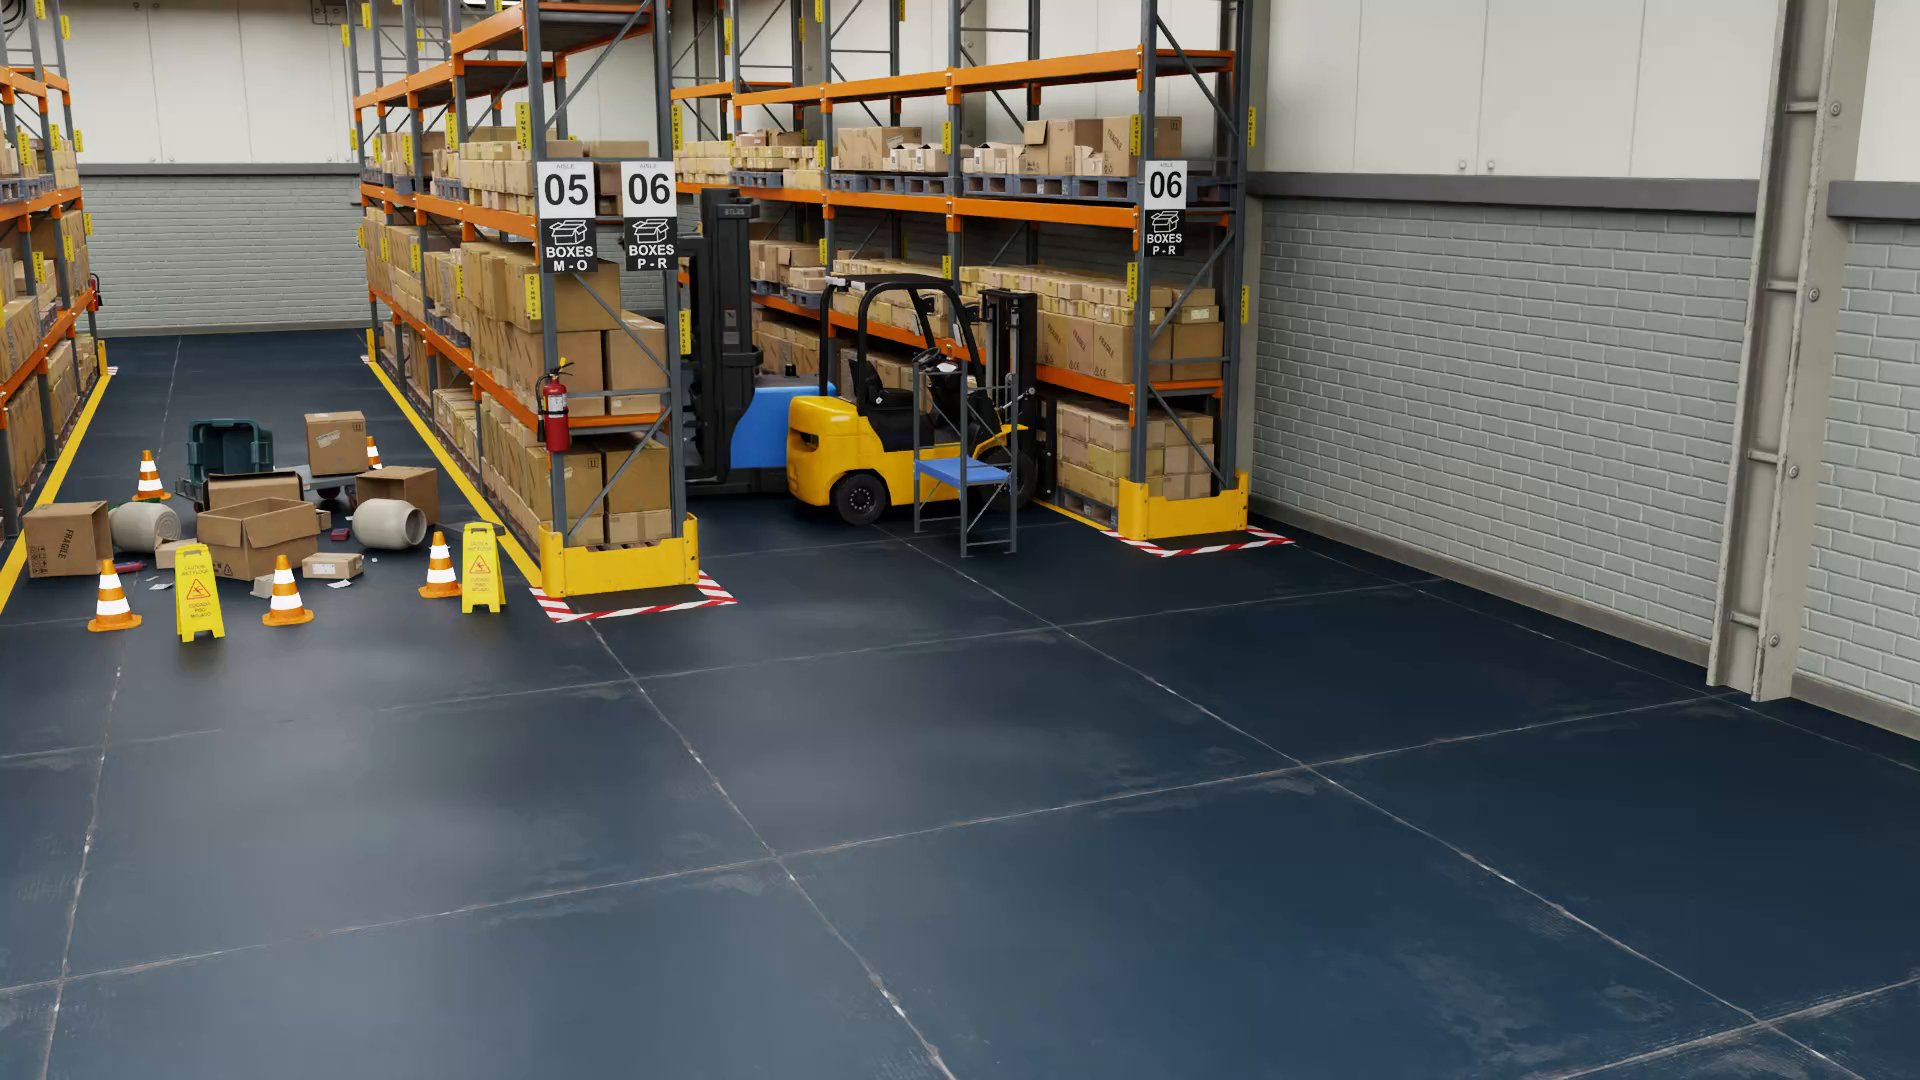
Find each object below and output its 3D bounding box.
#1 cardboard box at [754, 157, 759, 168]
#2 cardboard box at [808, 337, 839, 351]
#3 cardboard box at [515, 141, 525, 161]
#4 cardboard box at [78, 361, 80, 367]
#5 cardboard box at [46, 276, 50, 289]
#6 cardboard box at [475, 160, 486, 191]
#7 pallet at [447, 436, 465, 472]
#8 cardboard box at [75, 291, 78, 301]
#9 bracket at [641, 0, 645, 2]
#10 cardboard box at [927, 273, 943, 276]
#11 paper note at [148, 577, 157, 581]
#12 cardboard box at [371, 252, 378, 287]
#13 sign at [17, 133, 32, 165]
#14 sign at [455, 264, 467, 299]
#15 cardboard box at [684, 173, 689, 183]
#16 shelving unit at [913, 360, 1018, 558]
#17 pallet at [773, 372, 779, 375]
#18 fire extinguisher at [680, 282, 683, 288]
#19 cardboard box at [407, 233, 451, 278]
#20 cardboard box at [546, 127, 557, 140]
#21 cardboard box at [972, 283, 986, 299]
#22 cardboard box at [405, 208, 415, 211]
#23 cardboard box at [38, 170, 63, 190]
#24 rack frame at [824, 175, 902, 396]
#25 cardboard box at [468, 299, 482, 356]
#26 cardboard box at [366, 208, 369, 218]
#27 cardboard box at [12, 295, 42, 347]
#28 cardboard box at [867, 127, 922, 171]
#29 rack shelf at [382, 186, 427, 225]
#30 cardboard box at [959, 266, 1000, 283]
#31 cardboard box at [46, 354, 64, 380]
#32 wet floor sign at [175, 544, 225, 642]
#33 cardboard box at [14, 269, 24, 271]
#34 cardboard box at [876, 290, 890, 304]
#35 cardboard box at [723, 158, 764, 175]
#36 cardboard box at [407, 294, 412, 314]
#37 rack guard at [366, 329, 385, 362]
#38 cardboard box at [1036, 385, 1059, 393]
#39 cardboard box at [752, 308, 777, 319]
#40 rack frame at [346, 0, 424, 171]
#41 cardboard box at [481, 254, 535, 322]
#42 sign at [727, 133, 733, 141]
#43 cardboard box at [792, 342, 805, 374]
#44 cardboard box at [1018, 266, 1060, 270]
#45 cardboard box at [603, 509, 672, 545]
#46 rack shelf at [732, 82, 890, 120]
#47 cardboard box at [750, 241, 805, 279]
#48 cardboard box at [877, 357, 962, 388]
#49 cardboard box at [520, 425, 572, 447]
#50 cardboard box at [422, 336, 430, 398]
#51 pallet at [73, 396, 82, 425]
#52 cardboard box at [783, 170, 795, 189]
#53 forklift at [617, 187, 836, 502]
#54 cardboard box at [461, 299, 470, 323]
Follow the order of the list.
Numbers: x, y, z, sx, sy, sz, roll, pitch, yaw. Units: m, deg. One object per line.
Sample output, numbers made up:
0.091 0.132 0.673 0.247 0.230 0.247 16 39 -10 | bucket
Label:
-2.680 -5.308 23.401 0.380 0.149 0.250 -6 14 -24 | cardboard box
-1.812 -2.633 22.267 0.380 0.149 0.250 -6 15 -26 | cardboard box
-3.179 -2.974 12.703 0.380 0.149 0.250 -6 14 -24 | cardboard box
-12.248 -2.377 22.720 0.380 0.149 0.250 -5 14 -20 | cardboard box
-11.231 -3.107 20.110 0.380 0.149 0.250 -6 14 -25 | cardboard box
-3.859 -3.129 14.258 0.500 0.250 0.500 -5 14 -22 | cardboard box
-4.994 -0.976 18.121 1.003 0.211 1.213 -6 14 -23 | pallet
-12.274 -3.340 22.706 0.380 0.149 0.250 -5 14 -20 | cardboard box
-6.144 -10.708 32.697 0.235 0.232 0.430 -6 14 -23 | bracket
-0.152 -2.893 18.558 0.380 0.149 0.250 -6 14 -23 | cardboard box
-6.334 0.302 13.041 0.032 0.001 0.123 1 13 6 | paper note
-8.651 -4.116 25.279 0.500 0.500 0.500 -6 14 -23 | cardboard box
-9.774 -4.080 17.374 0.100 0.325 0.005 -6 14 -23 | sign
-4.695 -2.435 15.671 0.100 0.325 0.005 -6 14 -23 | sign
-4.312 -5.935 27.266 0.380 0.149 0.250 -5 14 -22 | cardboard box
0.034 -0.713 14.125 0.538 1.500 1.048 -6 14 -23 | shelving unit
-1.993 -2.248 23.615 1.003 0.211 1.213 -6 14 -23 | pallet
-4.931 -4.619 28.675 0.296 0.674 0.183 -6 14 -23 | fire extinguisher
-6.451 -3.472 20.282 0.500 0.500 0.500 -5 14 -22 | cardboard box
-4.264 -4.017 16.715 0.500 0.250 0.500 -6 14 -24 | cardboard box
0.350 -2.593 17.259 0.380 0.149 0.250 -5 14 -22 | cardboard box
-8.261 -4.985 25.377 0.380 0.149 0.250 -6 14 -23 | cardboard box
-11.832 -4.614 21.335 0.500 0.250 0.500 -5 14 -20 | cardboard box
-1.244 -3.197 21.532 1.000 3.000 0.127 -6 14 -23 | rack frame
-4.268 -1.999 15.475 0.500 0.500 0.500 -6 14 -23 | cardboard box
-8.937 -5.043 25.628 0.380 0.149 0.250 -5 14 -21 | cardboard box
-9.859 -2.260 17.261 0.500 0.500 0.500 -6 14 -23 | cardboard box
-0.770 -4.579 19.474 0.500 0.500 0.500 -5 14 -22 | cardboard box
-6.592 -4.272 21.120 1.077 0.370 4.000 -6 14 -23 | rack shelf
0.214 -2.788 17.443 0.380 0.149 0.250 -5 14 -22 | cardboard box
-10.730 -2.005 19.329 0.500 0.250 0.500 -6 14 -23 | cardboard box
-5.255 0.347 11.441 0.267 0.644 0.232 -9 16 -33 | wet floor sign
-10.821 -3.037 19.144 0.380 0.149 0.250 -5 14 -21 | cardboard box
-0.670 -2.937 19.633 0.500 0.250 0.500 -5 14 -22 | cardboard box
-3.269 -5.634 25.081 0.500 0.250 0.500 -6 14 -23 | cardboard box
-6.637 -2.966 20.864 0.500 0.250 0.500 -6 14 -24 | cardboard box
-9.005 -3.188 27.036 1.175 0.500 0.348 -6 14 -23 | rack guard
0.670 -1.386 16.657 0.500 0.250 0.500 -5 14 -21 | cardboard box
-2.891 -3.379 24.830 0.380 0.149 0.250 -6 14 -24 | cardboard box
-8.995 -7.324 26.057 1.000 3.000 0.127 -6 14 -23 | rack frame
-3.485 -2.063 13.533 0.700 0.500 0.500 -6 14 -24 | cardboard box
-3.932 -6.789 28.434 0.100 0.325 0.005 -6 14 -23 | sign
-2.013 -2.464 22.977 0.500 0.500 0.500 -5 14 -21 | cardboard box
0.825 -2.786 17.436 0.380 0.149 0.250 -6 14 -24 | cardboard box
-2.656 -0.152 13.541 0.500 0.250 0.500 -6 14 -23 | cardboard box
-2.045 -5.988 22.767 1.077 0.370 4.000 -6 14 -23 | rack shelf
-2.650 -4.050 24.063 0.700 0.500 0.500 -5 14 -22 | cardboard box
-0.468 -1.842 20.009 0.875 0.625 0.625 -6 14 -25 | cardboard box
-3.355 -0.853 13.470 0.380 0.149 0.250 -5 14 -21 | cardboard box
-6.345 -2.253 21.231 0.875 0.875 0.875 -5 14 -22 | cardboard box
-11.575 -1.587 20.760 1.003 0.211 1.213 -6 14 -23 | pallet
-2.075 -4.877 22.469 0.500 0.250 0.500 -6 14 -23 | cardboard box
-2.760 -1.903 16.094 3.031 2.935 1.130 -3 13 -13 | forklift
-4.584 -2.395 16.252 0.500 0.500 0.500 -6 14 -24 | cardboard box
